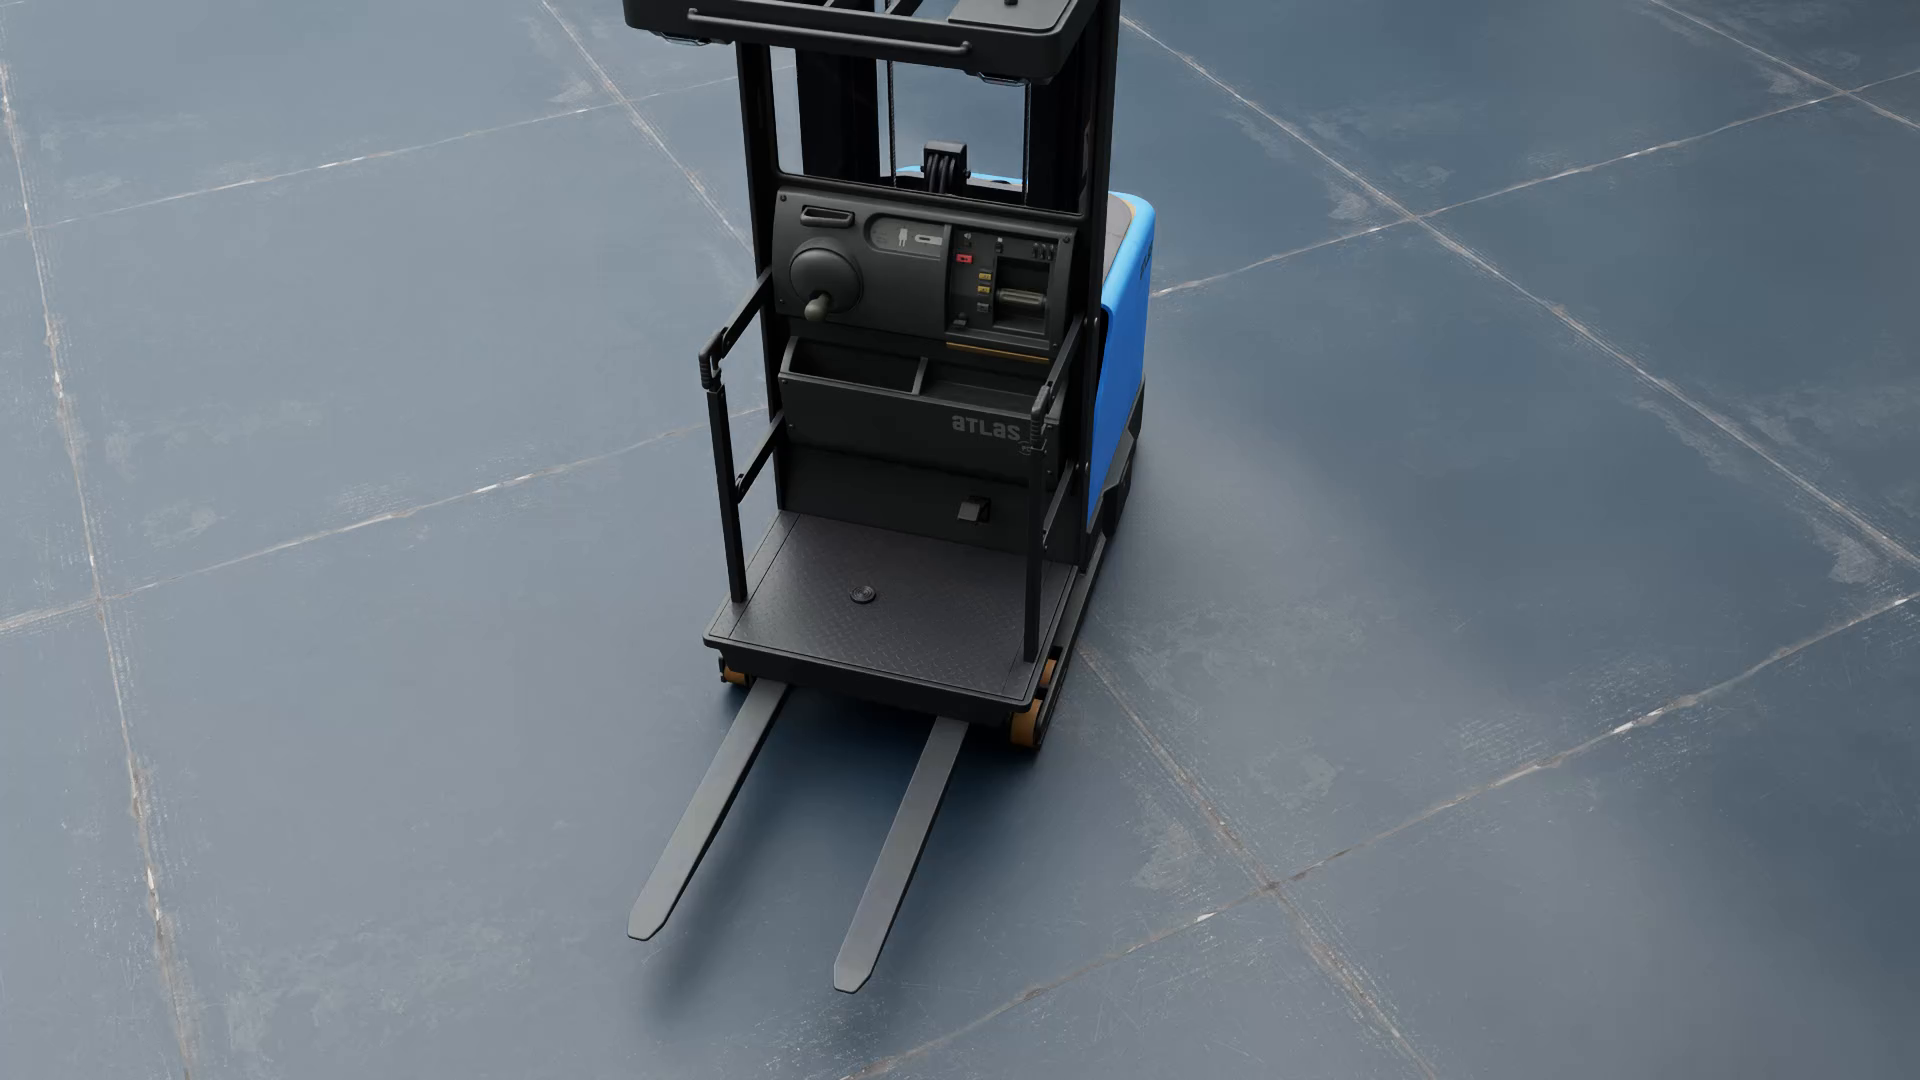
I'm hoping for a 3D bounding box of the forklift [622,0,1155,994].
[{"bbox_3d":[-0.177,-0.729,4.843,1.130,2.935,3.031,11,41,12],"label":"forklift"}]
